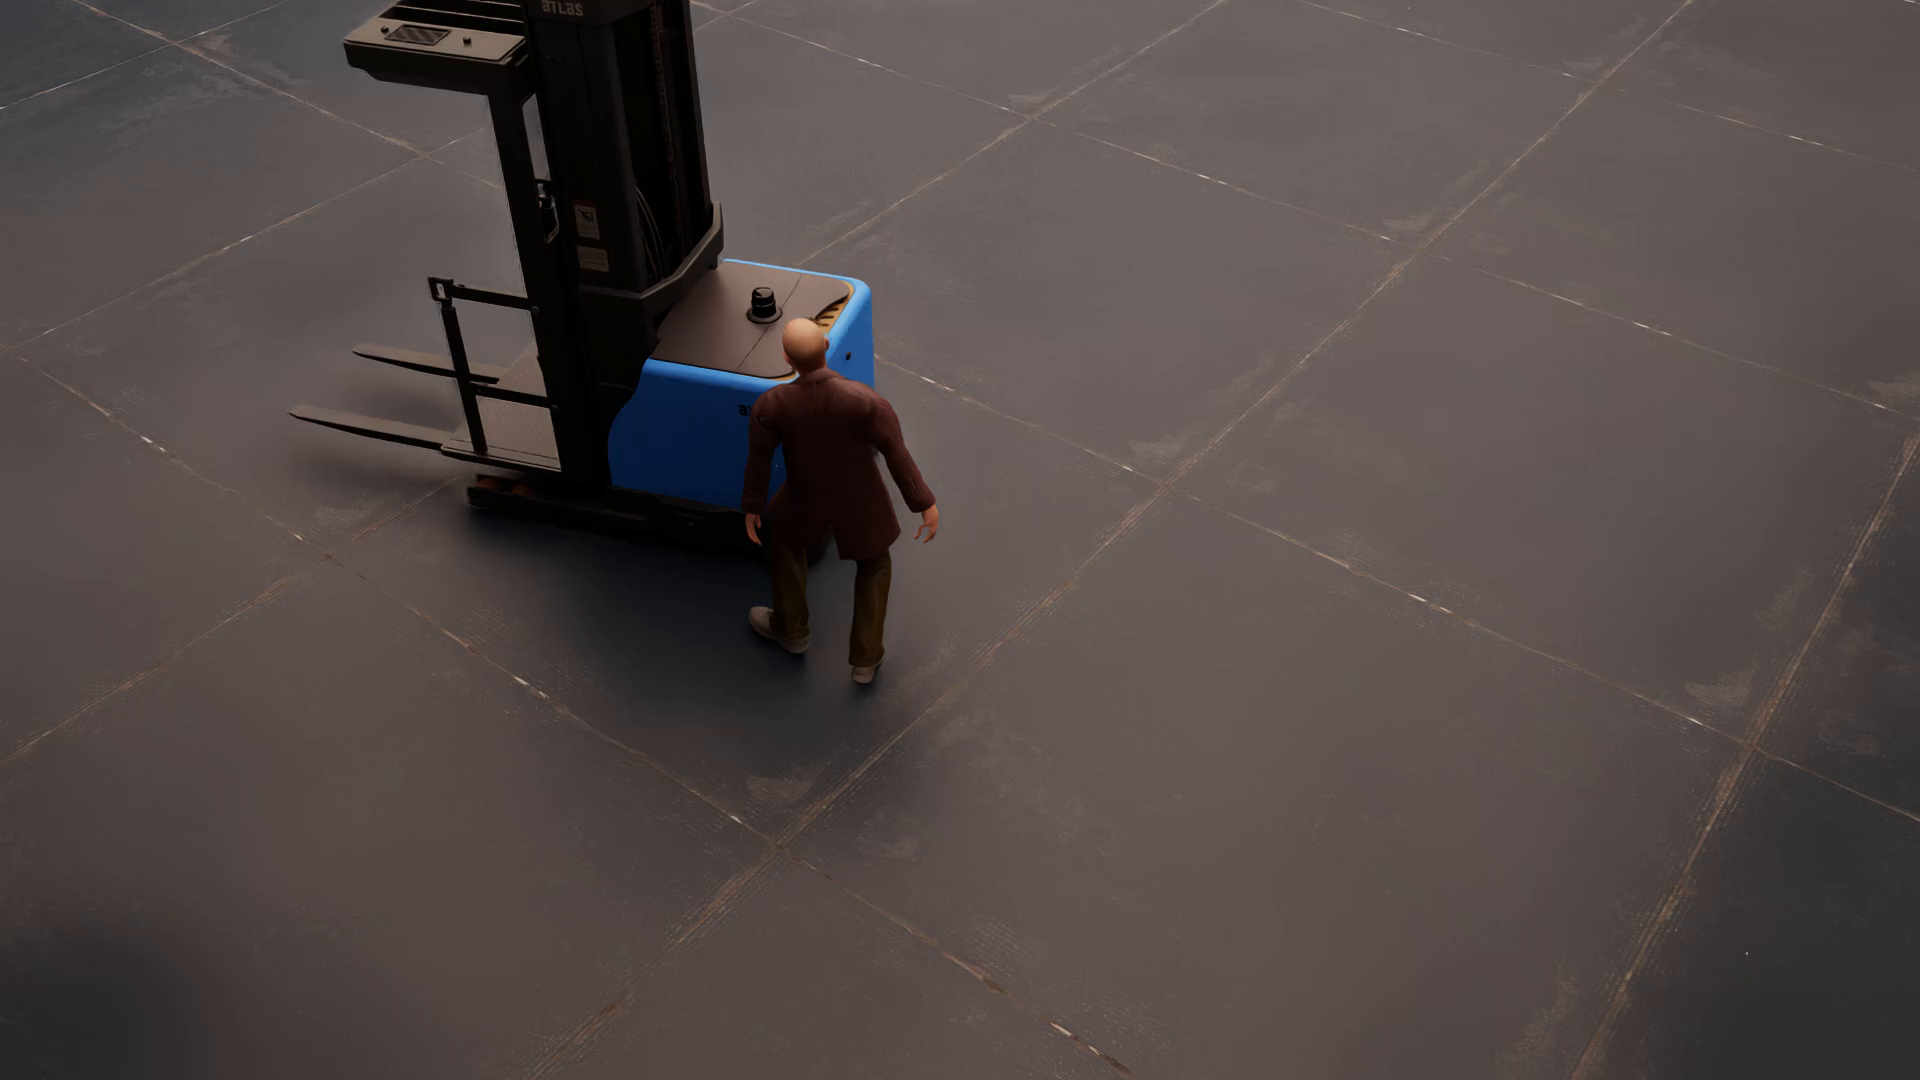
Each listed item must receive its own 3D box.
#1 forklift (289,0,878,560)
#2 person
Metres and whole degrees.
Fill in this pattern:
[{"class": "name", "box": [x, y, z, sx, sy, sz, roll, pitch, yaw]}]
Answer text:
[{"class": "forklift", "box": [-1.999, -1.548, 7.890, 3.031, 2.935, 1.130, 11, 42, 12]}, {"class": "person", "box": [-0.546, -0.147, 7.176, 0.934, 1.748, 0.557, 7, 41, 8]}]
